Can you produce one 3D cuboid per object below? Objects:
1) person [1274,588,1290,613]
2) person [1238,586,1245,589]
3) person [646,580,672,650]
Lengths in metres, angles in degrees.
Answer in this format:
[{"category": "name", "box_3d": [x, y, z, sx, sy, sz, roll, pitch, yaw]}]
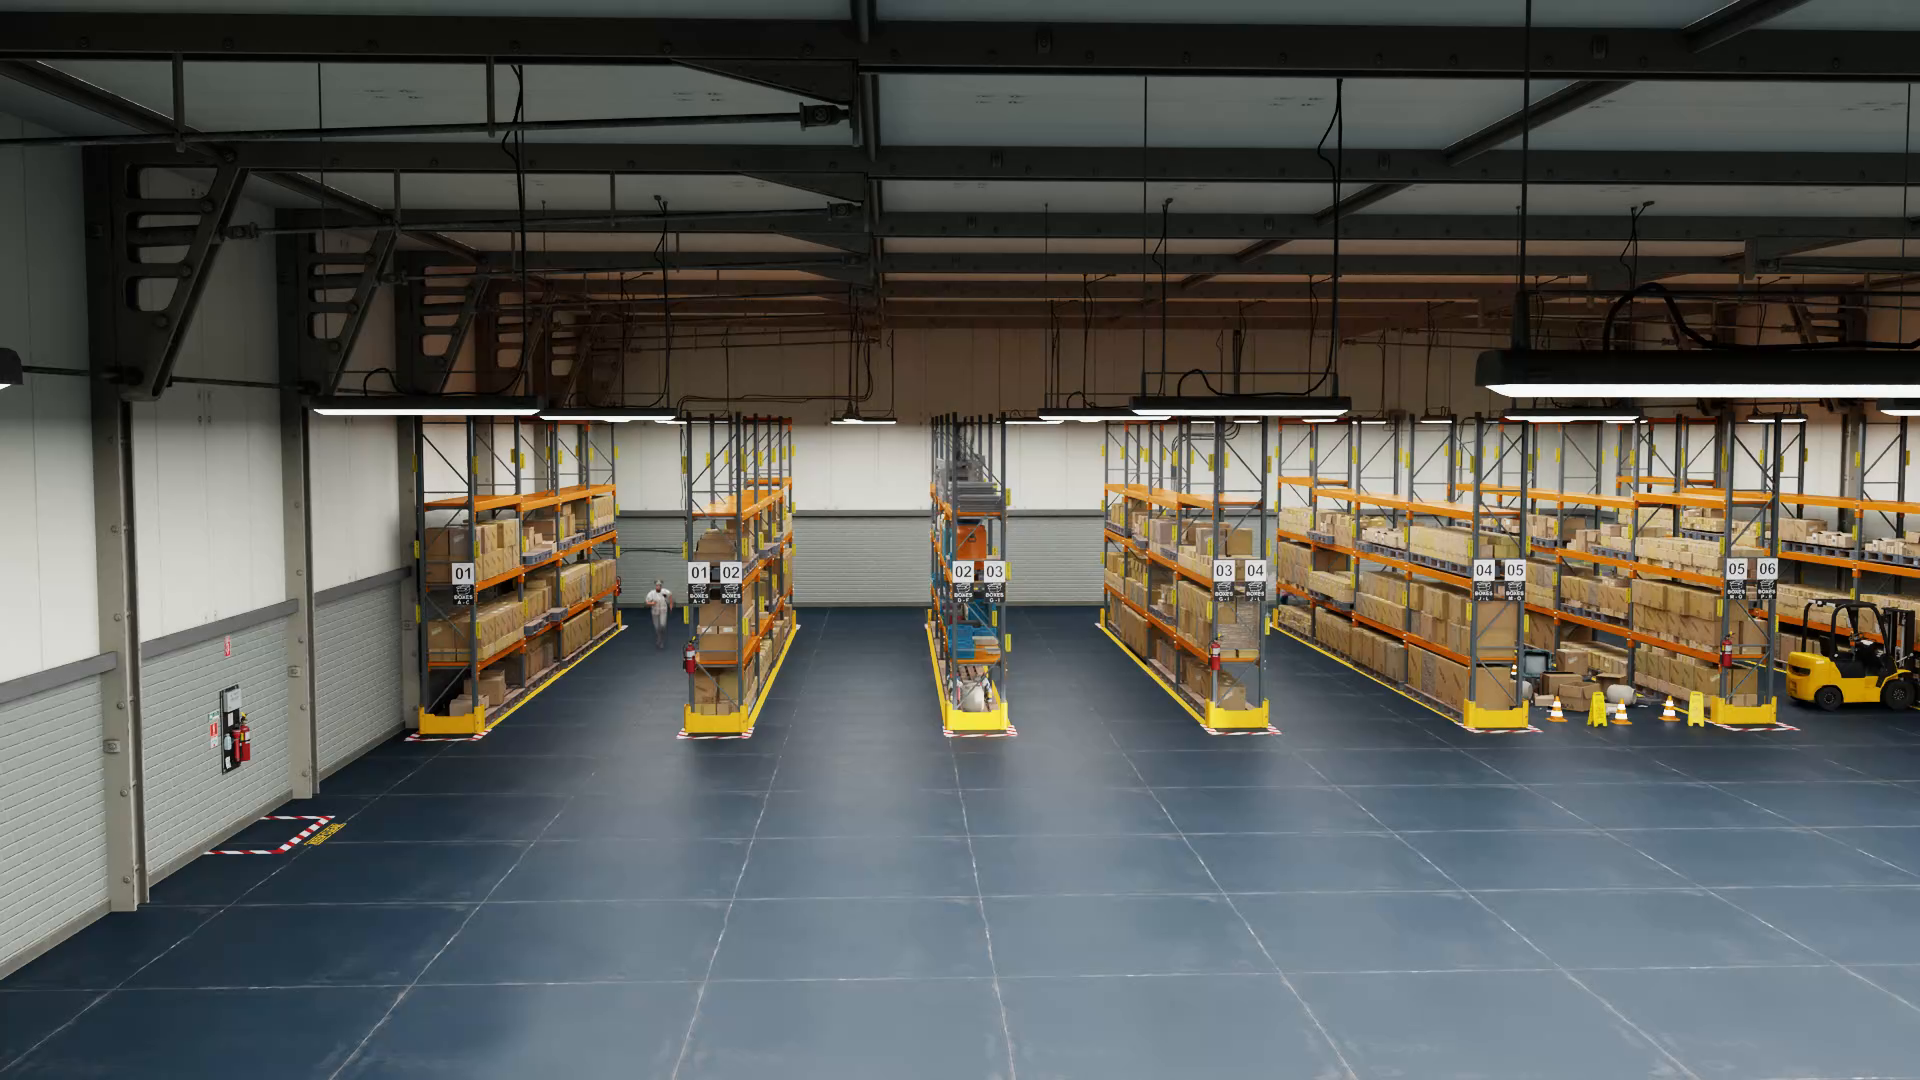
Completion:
[{"category": "person", "box_3d": [9.530, 1.617, 48.906, 0.585, 1.554, 0.602, 1, 4, 15]}, {"category": "person", "box_3d": [7.829, 1.748, 47.136, 0.560, 1.579, 0.831, 2, 4, 23]}, {"category": "person", "box_3d": [-7.789, 1.927, 43.067, 0.681, 1.827, 0.876, -1, 4, -12]}]
